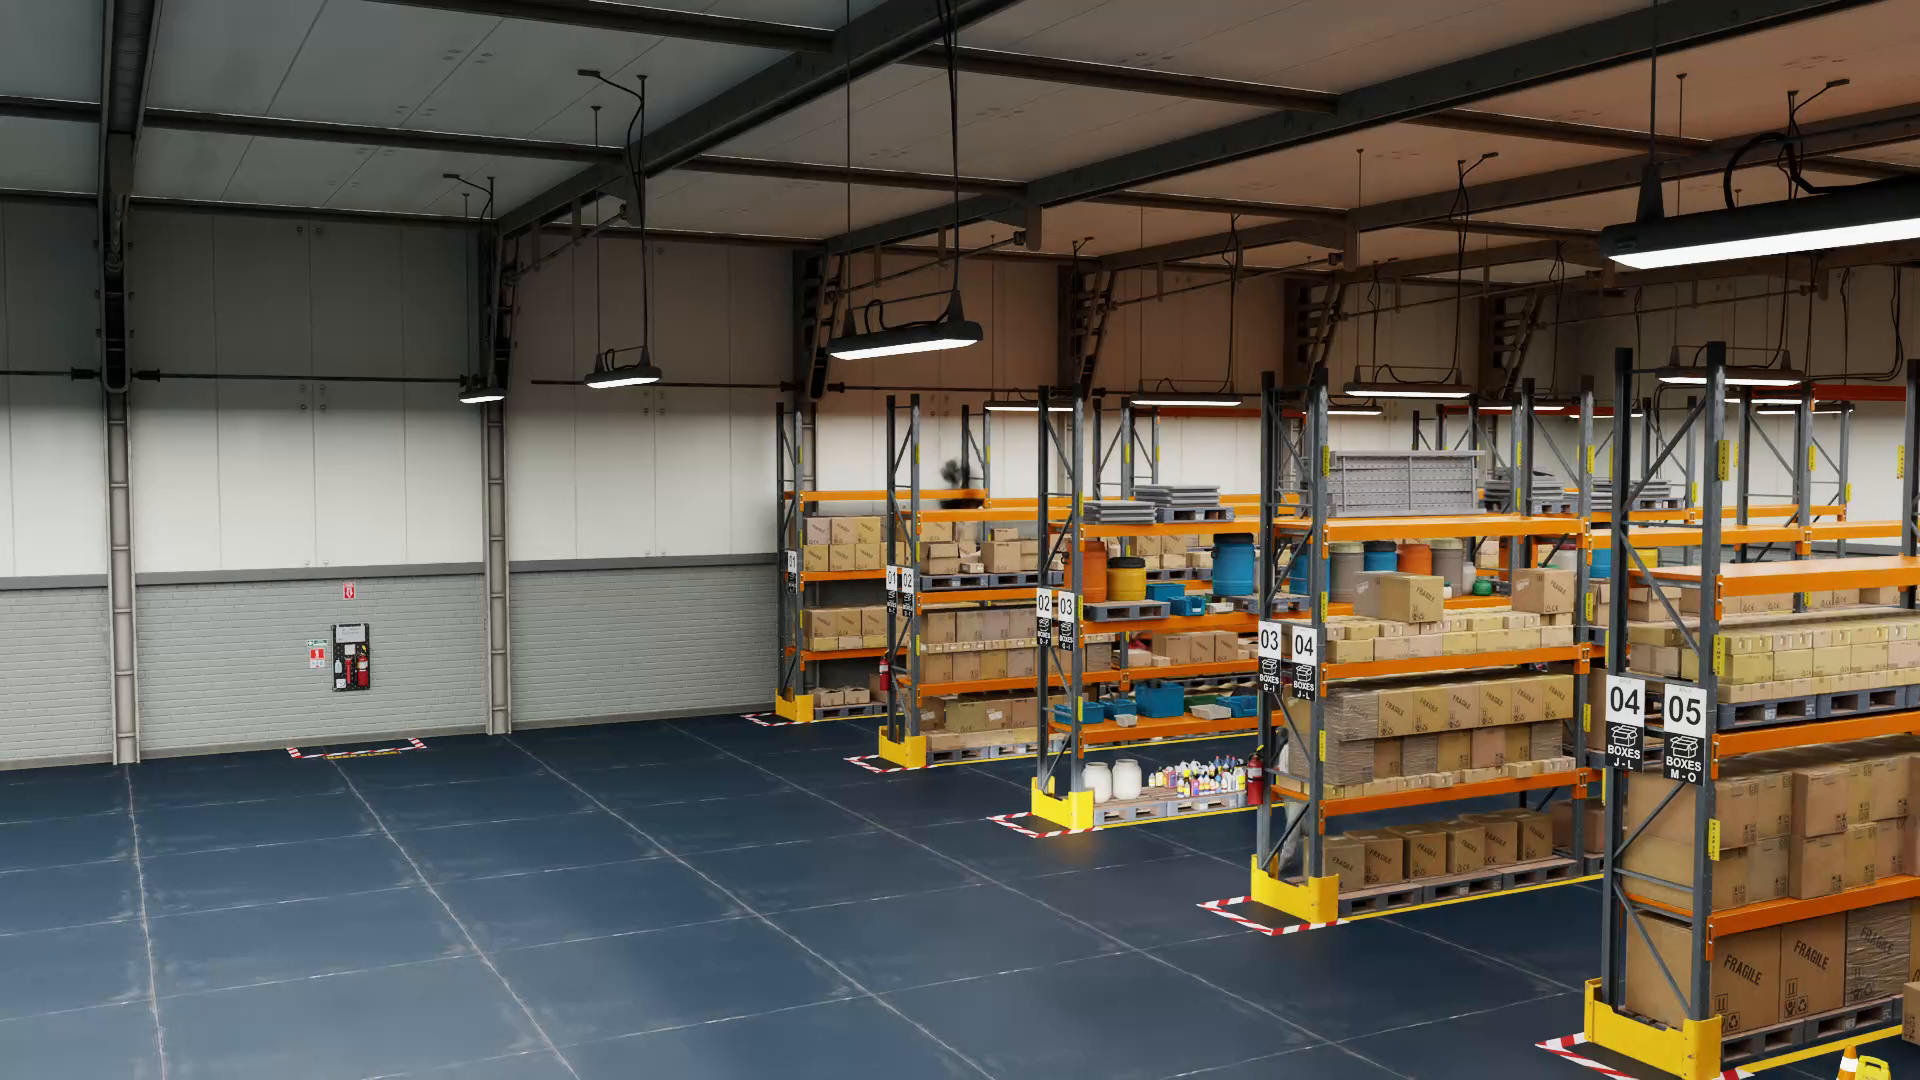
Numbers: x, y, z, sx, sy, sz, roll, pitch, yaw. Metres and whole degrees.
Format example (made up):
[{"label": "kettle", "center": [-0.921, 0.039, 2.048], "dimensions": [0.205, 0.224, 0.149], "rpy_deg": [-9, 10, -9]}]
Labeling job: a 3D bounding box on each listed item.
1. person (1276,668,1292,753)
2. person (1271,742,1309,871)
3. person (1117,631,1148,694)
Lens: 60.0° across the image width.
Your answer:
[{"label": "person", "center": [5.474, 2.795, 27.146], "dimensions": [0.732, 1.719, 0.531], "rpy_deg": [-2, 4, -37]}, {"label": "person", "center": [4.137, 3.102, 20.410], "dimensions": [0.967, 1.786, 0.659], "rpy_deg": [-2, 4, -32]}, {"label": "person", "center": [3.255, 2.536, 31.365], "dimensions": [0.653, 1.718, 0.652], "rpy_deg": [-3, 4, -42]}]
